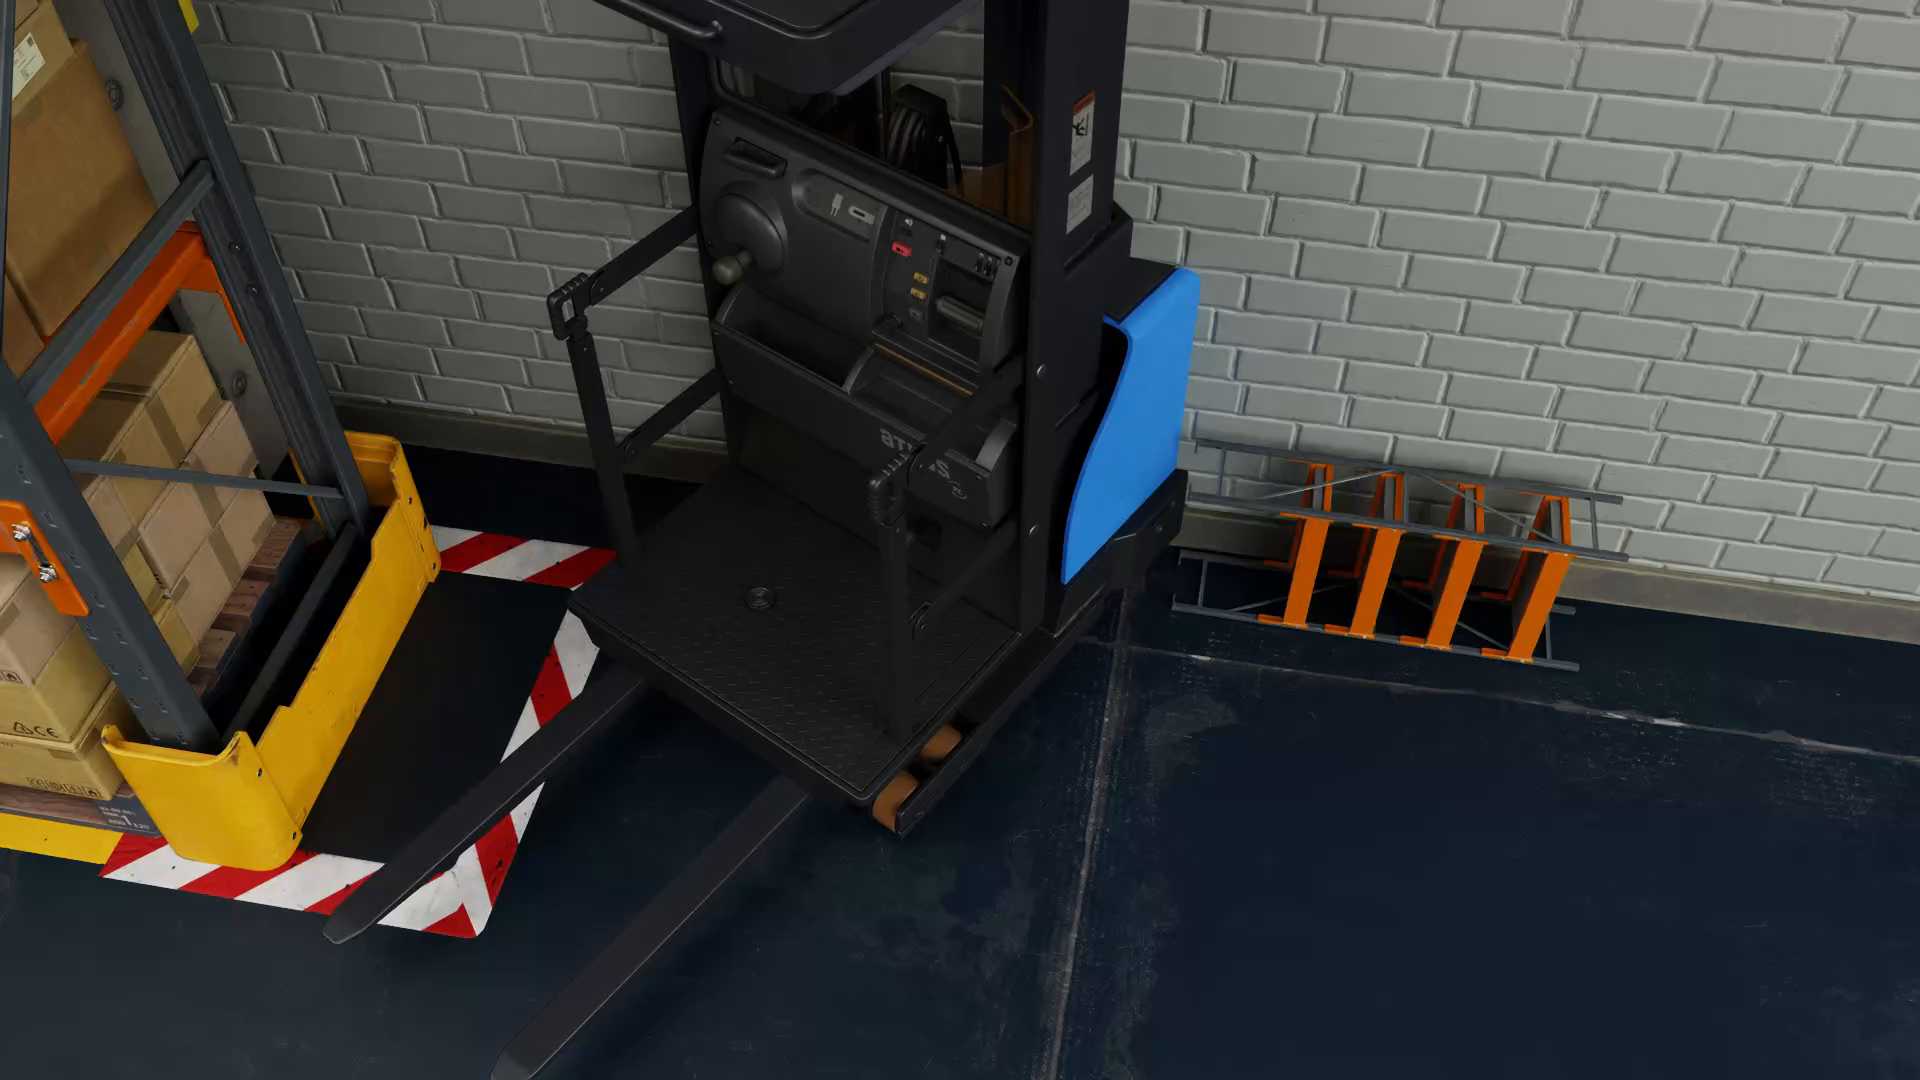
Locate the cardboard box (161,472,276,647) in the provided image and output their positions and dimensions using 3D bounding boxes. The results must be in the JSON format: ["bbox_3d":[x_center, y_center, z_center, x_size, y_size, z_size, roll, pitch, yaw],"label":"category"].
[{"bbox_3d":[-2.350,0.010,4.791,0.500,0.250,0.500,8,49,7],"label":"cardboard box"}]

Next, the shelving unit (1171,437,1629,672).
[{"bbox_3d":[1.253,0.045,4.863,1.200,0.503,0.258,8,49,8],"label":"shelving unit"}]

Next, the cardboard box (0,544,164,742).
[{"bbox_3d":[-2.436,0.215,4.270,0.500,0.250,0.500,7,48,6],"label":"cardboard box"}]

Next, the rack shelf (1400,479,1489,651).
[{"bbox_3d":[1.406,0.068,4.842,0.148,0.480,0.258,8,49,8],"label":"rack shelf"}]

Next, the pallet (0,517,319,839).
[{"bbox_3d":[-2.661,0.300,4.838,1.213,0.211,1.003,8,49,7],"label":"pallet"}]

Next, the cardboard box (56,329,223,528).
[{"bbox_3d":[-2.341,-0.319,4.414,0.500,0.250,0.500,7,48,6],"label":"cardboard box"}]

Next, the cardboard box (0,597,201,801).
[{"bbox_3d":[-2.420,0.387,4.452,0.500,0.250,0.500,8,49,7],"label":"cardboard box"}]

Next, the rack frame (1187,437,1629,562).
[{"bbox_3d":[1.253,-0.118,4.681,1.200,0.015,0.240,8,49,8],"label":"rack frame"}]

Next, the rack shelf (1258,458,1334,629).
[{"bbox_3d":[0.992,0.006,4.897,0.148,0.480,0.258,8,49,8],"label":"rack shelf"}]

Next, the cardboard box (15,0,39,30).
[{"bbox_3d":[-2.194,-1.111,3.529,0.250,0.149,0.380,7,48,6],"label":"cardboard box"}]

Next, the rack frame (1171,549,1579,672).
[{"bbox_3d":[1.253,0.208,5.044,1.200,0.015,0.240,8,49,8],"label":"rack frame"}]

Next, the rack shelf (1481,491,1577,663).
[{"bbox_3d":[1.638,0.102,4.811,0.148,0.480,0.258,8,49,8],"label":"rack shelf"}]

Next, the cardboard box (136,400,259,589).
[{"bbox_3d":[-2.327,-0.164,4.611,0.500,0.250,0.500,8,49,8],"label":"cardboard box"}]

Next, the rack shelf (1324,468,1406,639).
[{"bbox_3d":[1.187,0.035,4.871,0.148,0.480,0.258,8,49,8],"label":"rack shelf"}]

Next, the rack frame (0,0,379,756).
[{"bbox_3d":[-1.901,-0.561,3.738,0.127,3.000,1.000,8,49,7],"label":"rack frame"}]

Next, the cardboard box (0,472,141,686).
[{"bbox_3d":[-2.410,0.051,4.082,0.500,0.250,0.500,9,49,8],"label":"cardboard box"}]

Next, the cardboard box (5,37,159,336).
[{"bbox_3d":[-2.340,-0.863,3.942,0.500,0.500,0.500,9,49,8],"label":"cardboard box"}]

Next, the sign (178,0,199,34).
[{"bbox_3d":[-1.797,-1.282,3.750,0.005,0.325,0.100,8,49,7],"label":"sign"}]

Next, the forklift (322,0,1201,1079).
[{"bbox_3d":[-0.384,-0.608,3.826,1.130,2.935,3.031,30,55,24],"label":"forklift"}]

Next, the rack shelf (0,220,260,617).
[{"bbox_3d":[-3.870,-0.585,4.243,4.000,0.370,1.077,8,49,7],"label":"rack shelf"}]

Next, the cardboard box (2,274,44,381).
[{"bbox_3d":[-2.432,-0.467,3.586,0.500,0.500,0.500,7,48,6],"label":"cardboard box"}]

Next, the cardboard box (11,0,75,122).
[{"bbox_3d":[-2.189,-1.046,3.670,0.250,0.149,0.380,7,48,6],"label":"cardboard box"}]

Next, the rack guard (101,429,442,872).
[{"bbox_3d":[-1.878,0.278,4.664,0.348,0.500,1.175,8,49,7],"label":"rack guard"}]
